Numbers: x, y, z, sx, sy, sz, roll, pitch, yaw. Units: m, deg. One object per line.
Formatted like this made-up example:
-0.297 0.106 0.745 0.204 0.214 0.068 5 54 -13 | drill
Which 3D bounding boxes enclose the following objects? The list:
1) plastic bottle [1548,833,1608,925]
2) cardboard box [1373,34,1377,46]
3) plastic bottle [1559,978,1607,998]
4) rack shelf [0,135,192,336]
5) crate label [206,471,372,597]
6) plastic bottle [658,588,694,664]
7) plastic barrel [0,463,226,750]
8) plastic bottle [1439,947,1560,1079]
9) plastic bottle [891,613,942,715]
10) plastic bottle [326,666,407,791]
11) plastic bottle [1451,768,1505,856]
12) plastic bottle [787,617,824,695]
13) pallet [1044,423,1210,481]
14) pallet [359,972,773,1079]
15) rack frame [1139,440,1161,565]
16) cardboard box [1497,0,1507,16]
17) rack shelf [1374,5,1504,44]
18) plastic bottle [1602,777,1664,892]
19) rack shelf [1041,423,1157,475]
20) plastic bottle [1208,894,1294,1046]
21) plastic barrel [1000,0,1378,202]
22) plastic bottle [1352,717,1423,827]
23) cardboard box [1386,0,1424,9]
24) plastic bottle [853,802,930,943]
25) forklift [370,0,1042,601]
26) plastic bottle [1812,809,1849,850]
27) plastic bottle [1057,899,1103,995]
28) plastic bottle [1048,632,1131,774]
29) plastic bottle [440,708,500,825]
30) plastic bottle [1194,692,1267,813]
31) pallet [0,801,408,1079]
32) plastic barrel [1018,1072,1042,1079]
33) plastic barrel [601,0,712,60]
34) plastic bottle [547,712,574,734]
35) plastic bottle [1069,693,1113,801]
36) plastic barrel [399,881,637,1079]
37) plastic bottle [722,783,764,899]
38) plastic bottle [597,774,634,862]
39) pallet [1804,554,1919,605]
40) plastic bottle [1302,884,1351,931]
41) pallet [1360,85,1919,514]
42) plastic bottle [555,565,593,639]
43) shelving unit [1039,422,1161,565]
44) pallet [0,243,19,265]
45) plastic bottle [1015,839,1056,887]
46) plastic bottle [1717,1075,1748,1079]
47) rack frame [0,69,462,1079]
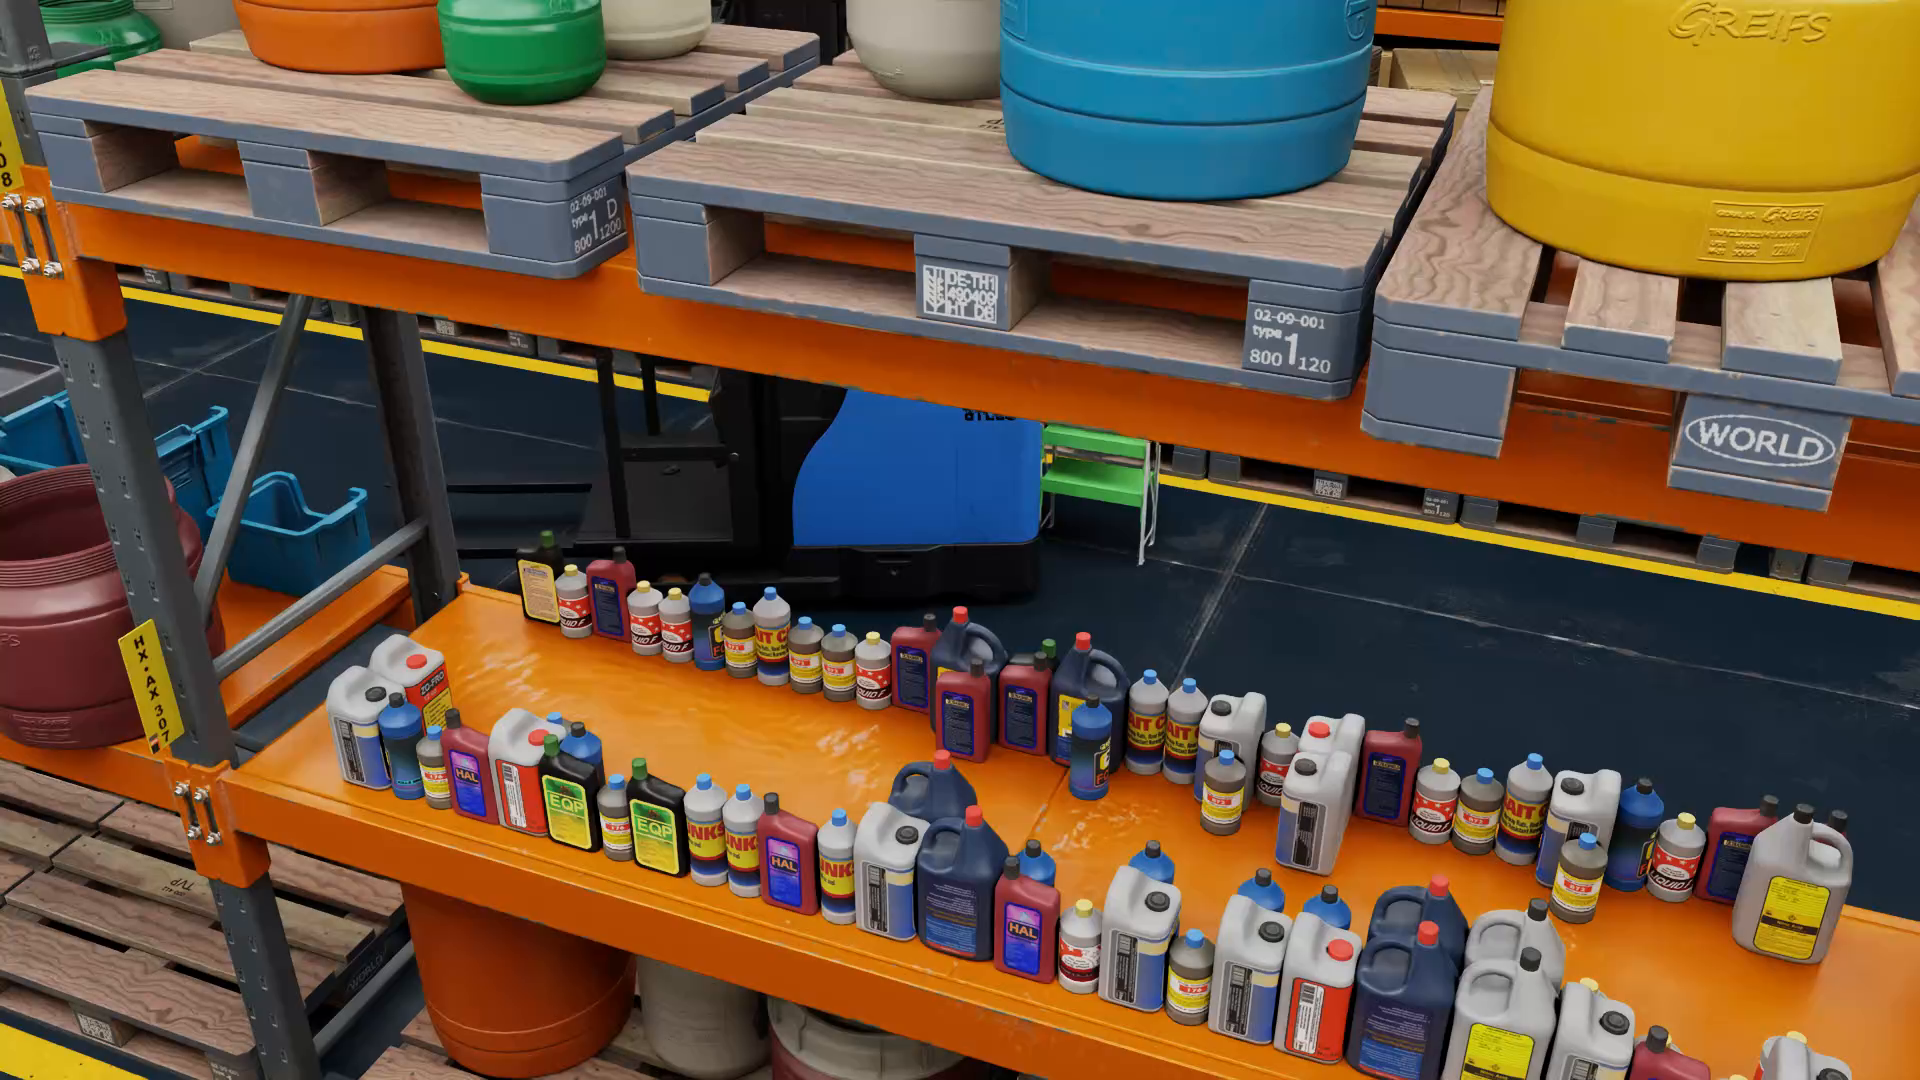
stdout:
1.348 0.727 3.618 0.097 0.201 0.097 0 29 0 | plastic bottle
2.653 -3.401 12.477 0.750 0.750 0.750 11 31 18 | cardboard box
1.207 0.940 3.240 0.097 0.201 0.097 0 29 0 | plastic bottle
-3.557 -1.196 4.500 4.000 0.370 1.077 11 31 19 | rack shelf
-1.953 -0.009 4.888 0.416 0.233 0.303 11 31 19 | crate label
-0.764 0.224 4.507 0.097 0.201 0.097 0 29 0 | plastic bottle
-2.248 0.160 4.280 0.708 0.536 0.600 11 31 19 | plastic barrel
1.028 0.908 3.146 0.185 0.351 0.144 11 31 19 | plastic bottle
-0.109 0.310 4.273 0.133 0.283 0.061 11 31 19 | plastic bottle
-1.424 0.448 4.034 0.135 0.276 0.152 11 31 19 | plastic bottle
1.191 0.614 3.816 0.097 0.201 0.097 0 29 0 | plastic bottle
-0.404 0.296 4.380 0.097 0.201 0.097 0 29 0 | plastic bottle
0.840 -0.722 8.812 1.213 0.211 1.003 11 31 19 | pallet
-0.958 1.508 4.868 1.213 0.211 1.003 11 31 19 | pallet
0.858 -0.463 7.350 0.015 1.200 0.240 10 31 17 | rack frame
3.905 -3.752 11.575 0.250 0.149 0.380 12 32 21 | cardboard box
3.874 -3.667 11.920 4.000 0.370 1.077 11 31 19 | rack shelf
1.496 0.645 3.691 0.097 0.271 0.097 0 29 0 | plastic bottle
0.629 -0.448 7.454 0.480 0.148 0.258 10 31 17 | rack shelf
0.585 0.850 3.324 0.135 0.276 0.152 11 31 19 | plastic bottle
0.364 -1.046 2.567 0.708 0.901 0.600 11 31 19 | plastic barrel
1.000 0.531 3.881 0.133 0.283 0.061 11 31 19 | plastic bottle
3.207 -3.910 11.855 0.250 0.149 0.380 12 32 20 | cardboard box
-0.139 0.705 3.580 0.135 0.276 0.152 11 31 19 | plastic bottle
-1.174 -1.225 6.938 3.031 2.935 1.130 -1 29 -1 | forklift
1.823 0.695 3.590 0.133 0.283 0.061 11 31 19 | plastic bottle
0.253 0.830 3.435 0.097 0.201 0.097 0 29 0 | plastic bottle
0.317 0.388 4.066 0.185 0.351 0.144 11 31 19 | plastic bottle
-1.137 0.527 3.888 0.133 0.283 0.061 11 31 19 | plastic bottle
0.644 0.487 3.965 0.135 0.276 0.152 11 31 19 | plastic bottle
-2.407 1.220 5.377 1.213 0.211 1.003 11 31 19 | pallet
0.359 1.423 4.286 0.421 0.512 0.421 0 29 0 | plastic barrel
-0.655 -1.130 3.366 0.301 0.262 0.301 0 29 0 | plastic barrel
-0.966 0.506 4.008 0.097 0.201 0.097 0 29 0 | plastic bottle
0.312 0.485 3.974 0.097 0.271 0.097 0 29 0 | plastic bottle
-1.244 1.012 4.691 0.708 0.830 0.600 11 31 19 | plastic barrel
-0.471 0.655 3.673 0.097 0.271 0.097 0 29 0 | plastic bottle
-0.775 0.625 3.798 0.097 0.201 0.097 0 29 0 | plastic bottle
4.505 -0.009 7.552 1.213 0.211 1.003 11 31 19 | pallet
0.740 0.816 3.388 0.097 0.271 0.097 0 29 0 | plastic bottle
1.240 -0.417 2.583 1.003 0.211 1.213 11 31 19 | pallet
-1.068 0.163 4.614 0.097 0.201 0.097 0 29 0 | plastic bottle
0.629 -0.504 7.422 0.503 1.200 0.258 10 31 17 | shelving unit
-6.527 -2.235 11.489 1.213 0.211 1.003 11 31 19 | pallet
0.152 0.747 3.510 0.097 0.271 0.097 0 29 0 | plastic bottle
1.398 1.059 3.030 0.097 0.201 0.097 0 29 0 | plastic bottle
-1.704 0.167 4.406 0.127 3.000 1.000 11 31 19 | rack frame
